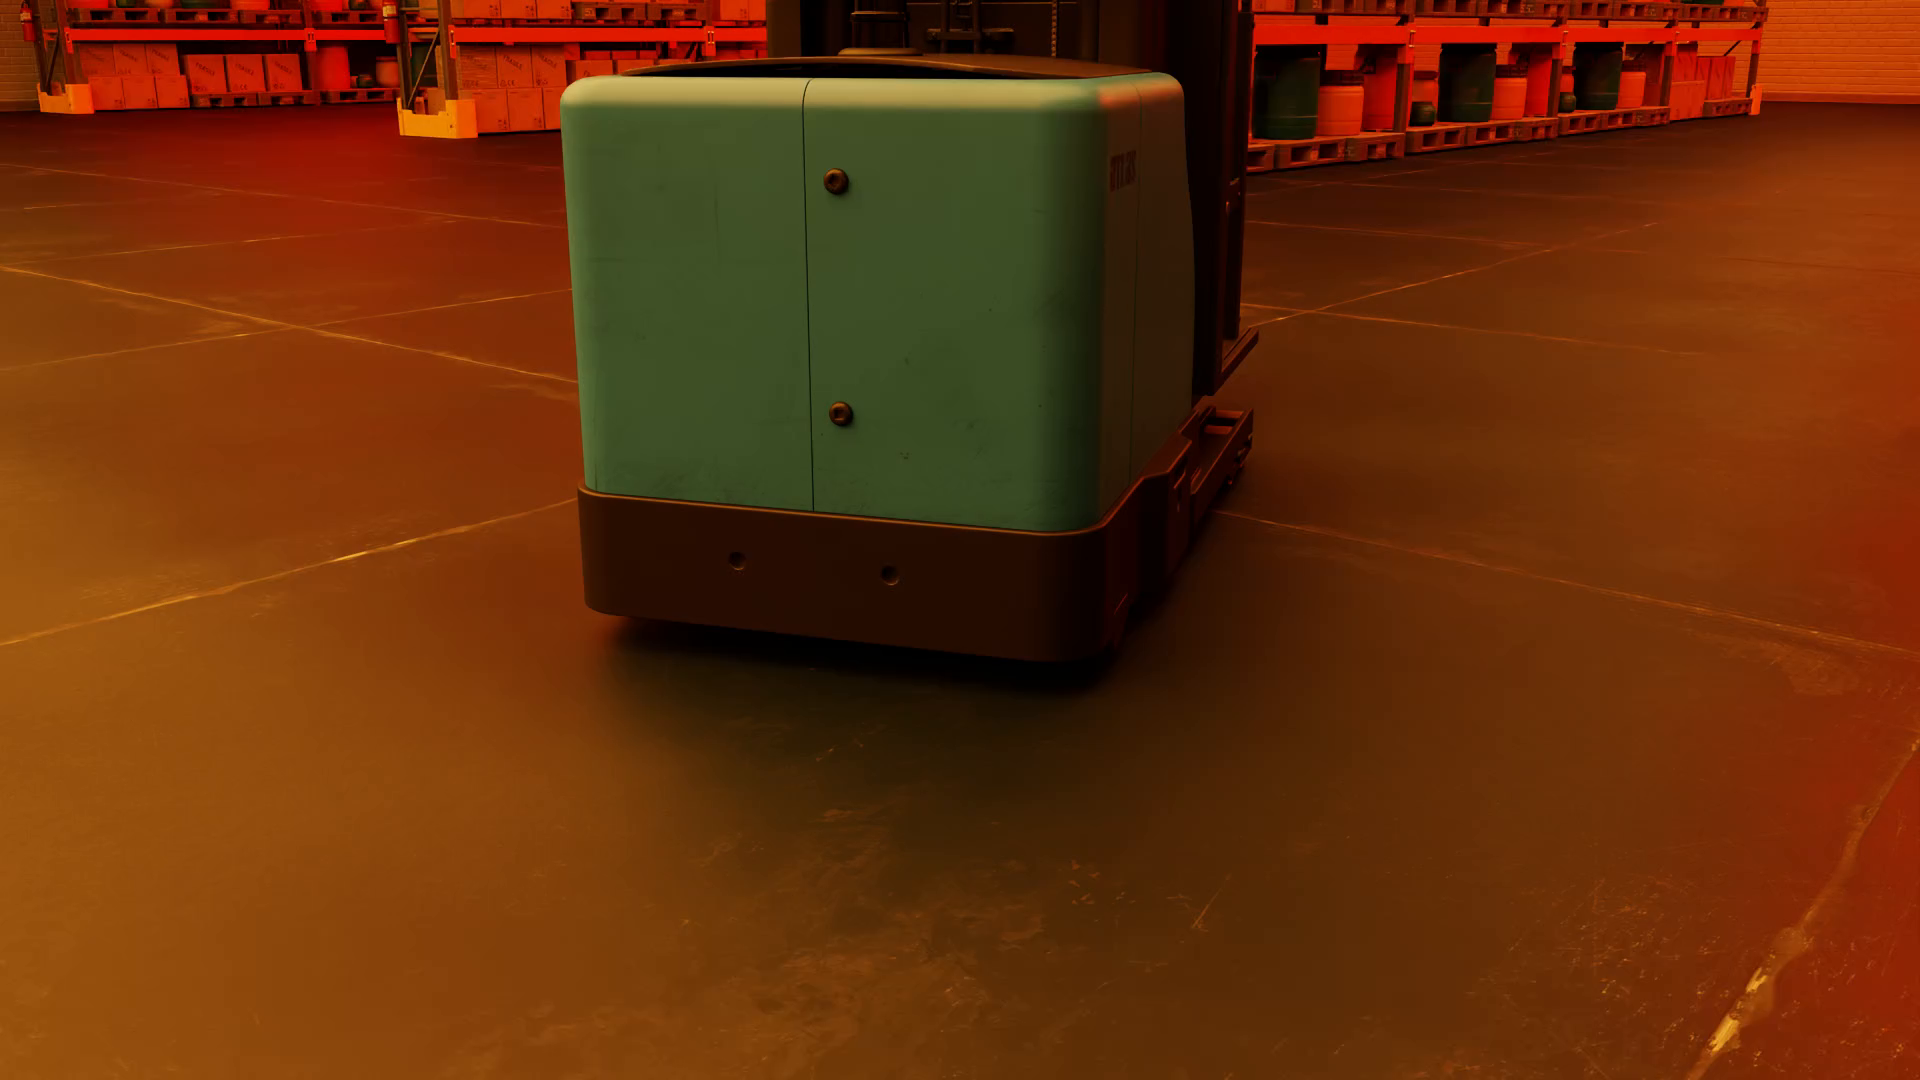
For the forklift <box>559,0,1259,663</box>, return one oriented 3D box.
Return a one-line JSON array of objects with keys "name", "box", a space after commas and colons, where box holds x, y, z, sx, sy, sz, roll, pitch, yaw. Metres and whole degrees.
[{"name": "forklift", "box": [0.182, -1.571, 4.072, 1.130, 2.935, 3.031, 5, 18, 17]}]
